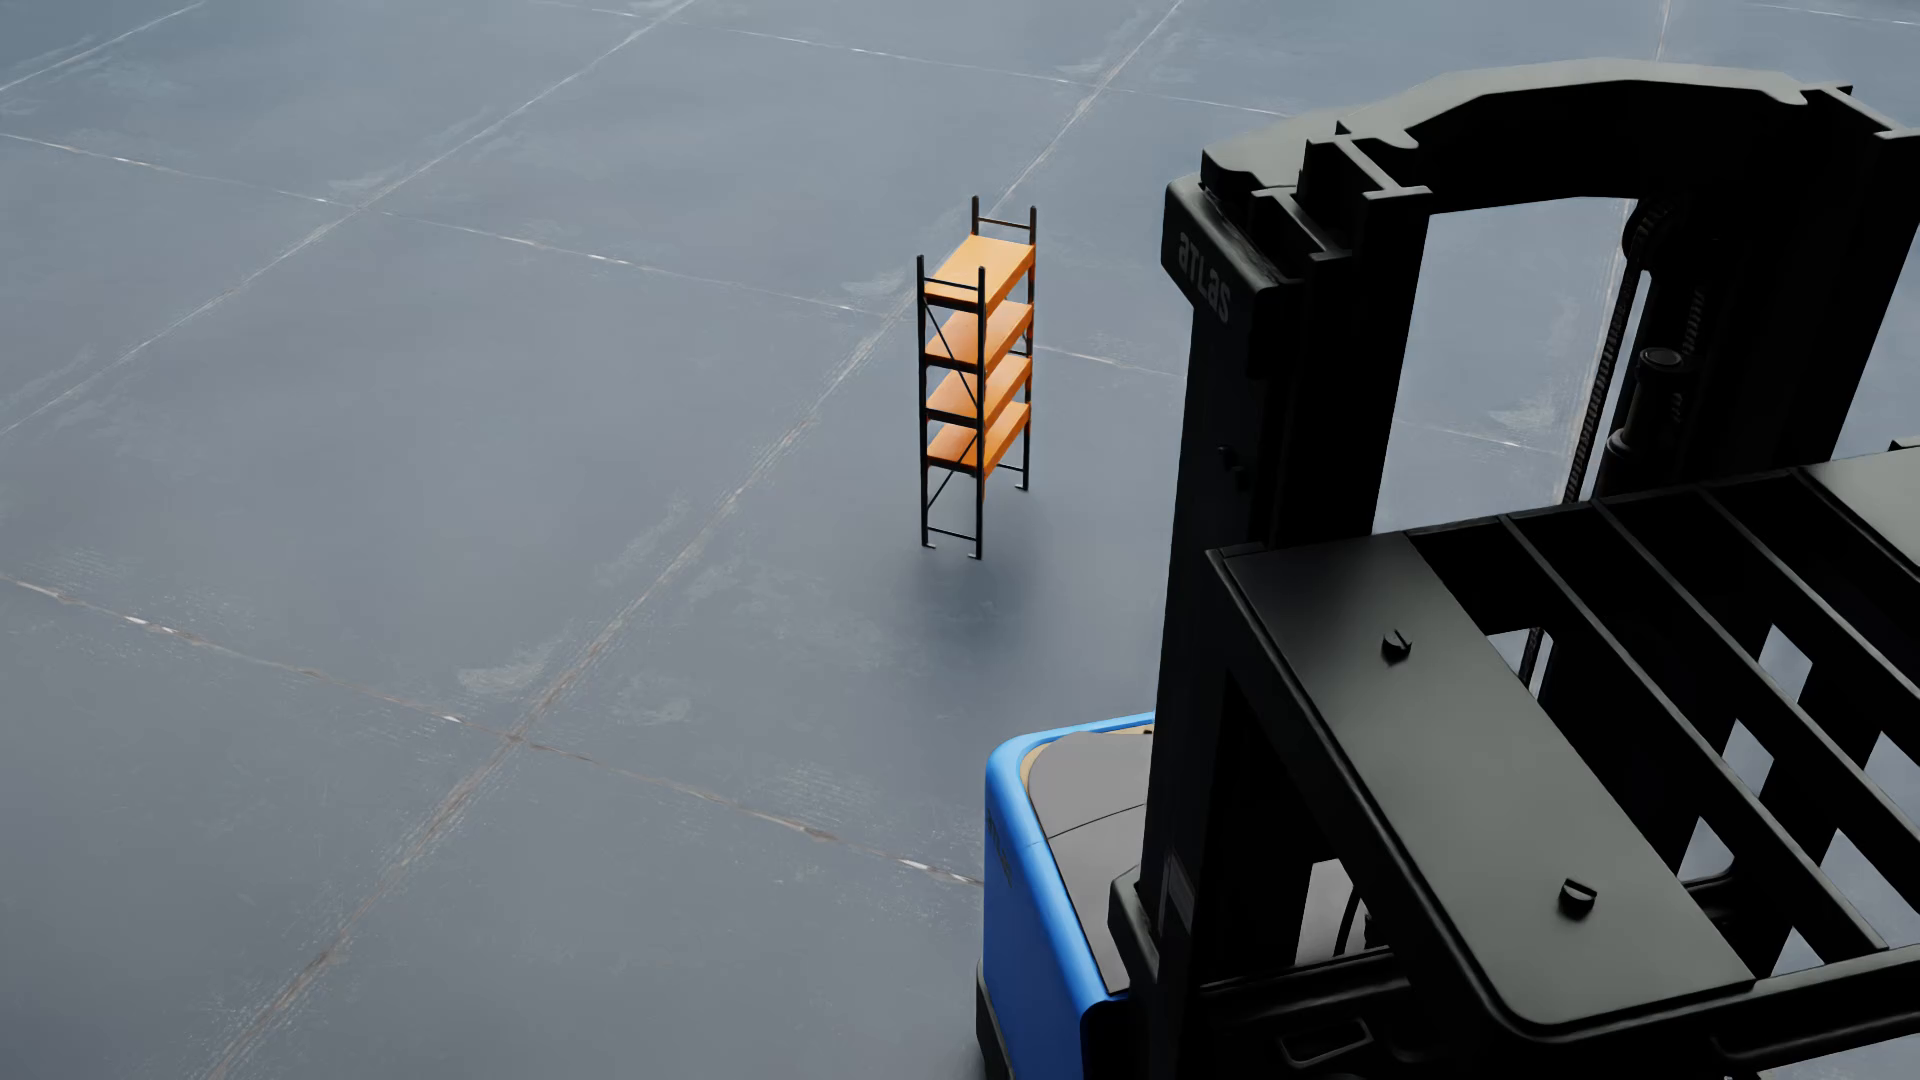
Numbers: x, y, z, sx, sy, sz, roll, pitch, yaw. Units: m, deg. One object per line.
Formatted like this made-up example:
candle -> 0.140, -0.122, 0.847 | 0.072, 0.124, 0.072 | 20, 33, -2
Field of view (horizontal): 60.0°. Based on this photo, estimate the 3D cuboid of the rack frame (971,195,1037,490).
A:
rack frame -> 0.156, -0.707, 6.194 | 0.240, 1.200, 0.015 | 14, 39, 18

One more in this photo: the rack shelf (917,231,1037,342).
rack shelf -> 0.063, -0.887, 5.778 | 0.258, 0.148, 0.480 | 14, 39, 18

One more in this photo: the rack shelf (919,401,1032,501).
rack shelf -> 0.063, -0.359, 6.173 | 0.258, 0.148, 0.480 | 14, 39, 18

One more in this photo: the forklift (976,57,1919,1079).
forklift -> 0.905, 0.931, 2.556 | 1.130, 2.935, 3.031 | -9, 38, -12

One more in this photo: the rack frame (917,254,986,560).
rack frame -> -0.030, -0.437, 5.833 | 0.240, 1.200, 0.015 | 14, 39, 18

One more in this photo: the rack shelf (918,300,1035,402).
rack shelf -> 0.063, -0.698, 5.920 | 0.258, 0.148, 0.480 | 14, 39, 18

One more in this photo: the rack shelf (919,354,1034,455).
rack shelf -> 0.063, -0.518, 6.054 | 0.258, 0.148, 0.480 | 14, 39, 18

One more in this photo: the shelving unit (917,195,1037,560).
shelving unit -> 0.063, -0.572, 6.013 | 0.258, 1.200, 0.503 | 14, 39, 18
